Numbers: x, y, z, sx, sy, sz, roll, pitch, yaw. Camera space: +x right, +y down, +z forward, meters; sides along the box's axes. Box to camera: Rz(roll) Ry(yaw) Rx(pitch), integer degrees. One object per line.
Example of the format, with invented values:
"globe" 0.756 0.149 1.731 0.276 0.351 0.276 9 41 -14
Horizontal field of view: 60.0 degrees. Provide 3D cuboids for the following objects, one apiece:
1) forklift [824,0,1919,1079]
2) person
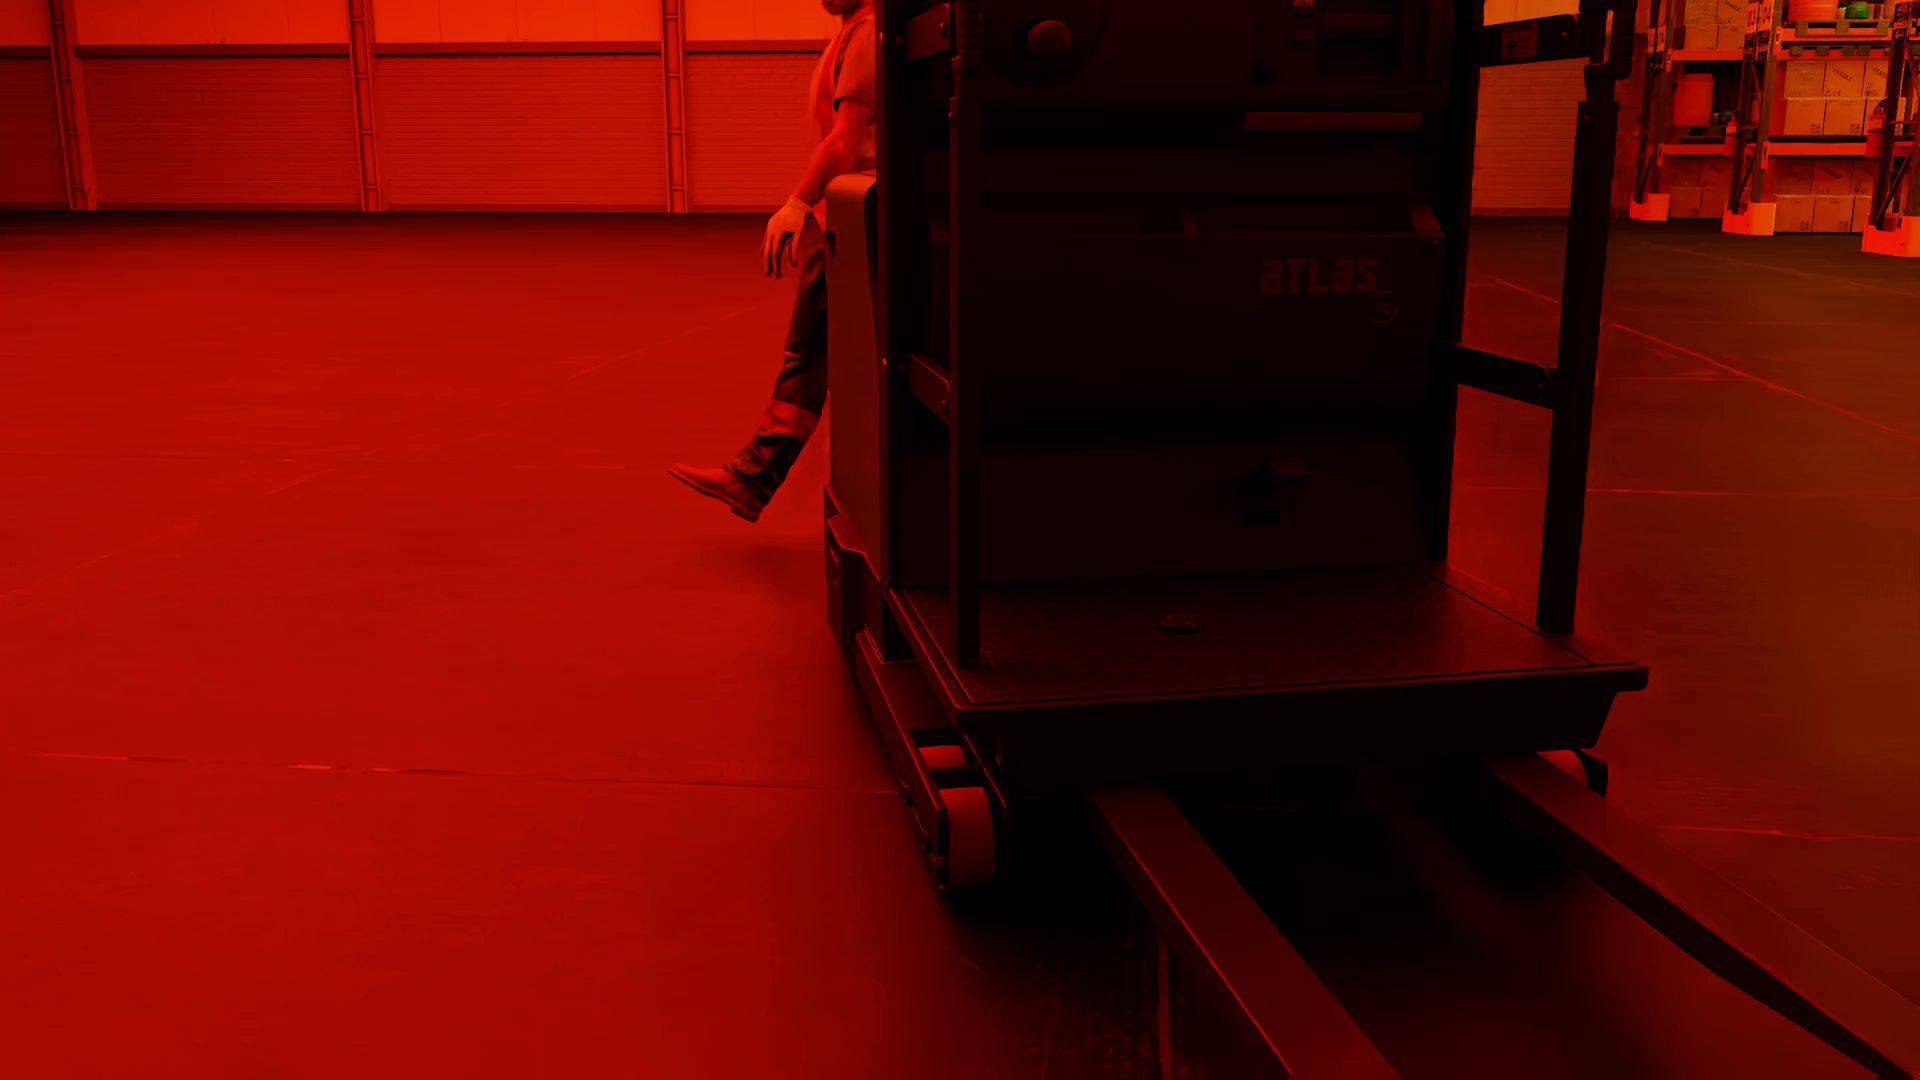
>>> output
"forklift" 0.442 -0.967 2.647 1.130 2.935 3.031 -3 13 -11
"person" -0.402 -0.882 4.733 0.898 1.737 0.743 -2 13 -10
